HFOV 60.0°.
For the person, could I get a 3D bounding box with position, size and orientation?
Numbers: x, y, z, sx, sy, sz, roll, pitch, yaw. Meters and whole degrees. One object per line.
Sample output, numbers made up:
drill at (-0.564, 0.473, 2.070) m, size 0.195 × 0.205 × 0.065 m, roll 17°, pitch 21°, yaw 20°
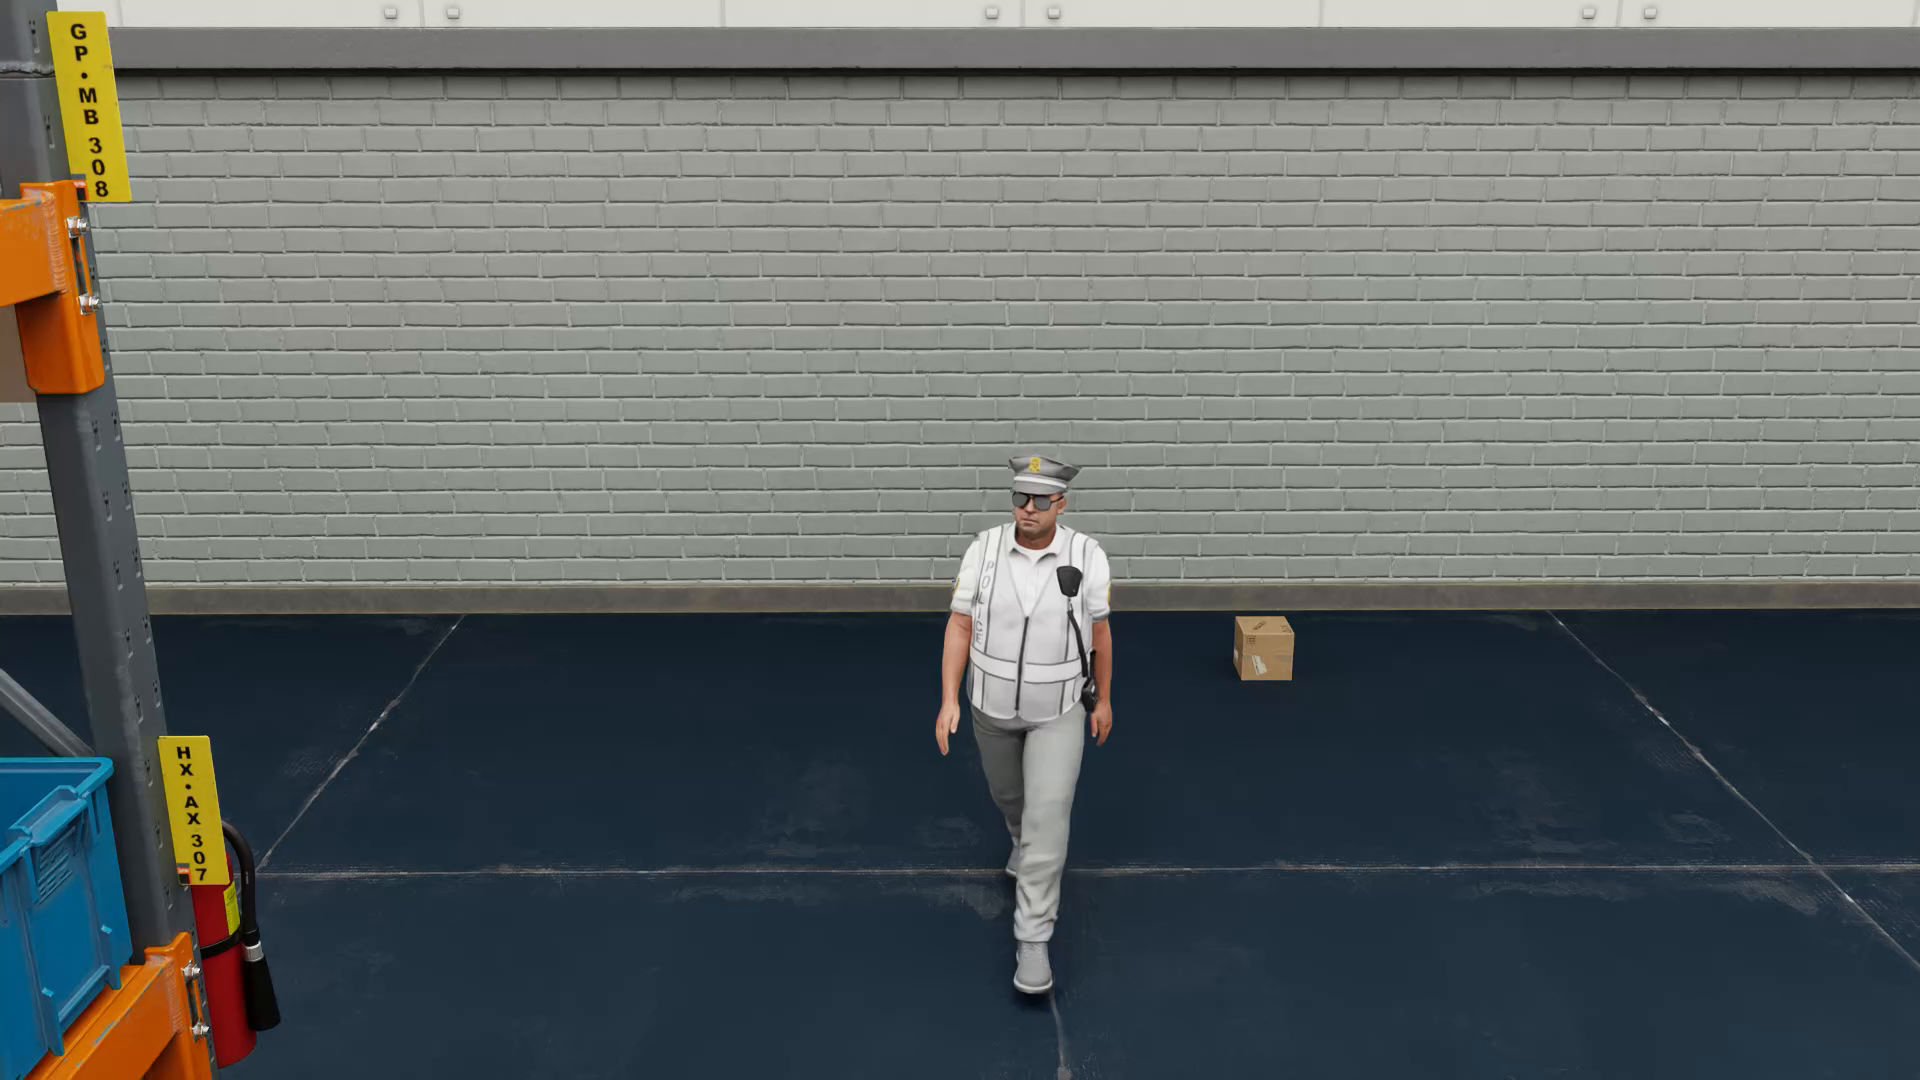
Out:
person at (0.218, 0.544, 5.706) m, size 0.564 × 1.722 × 1.040 m, roll 4°, pitch 17°, yaw 13°
